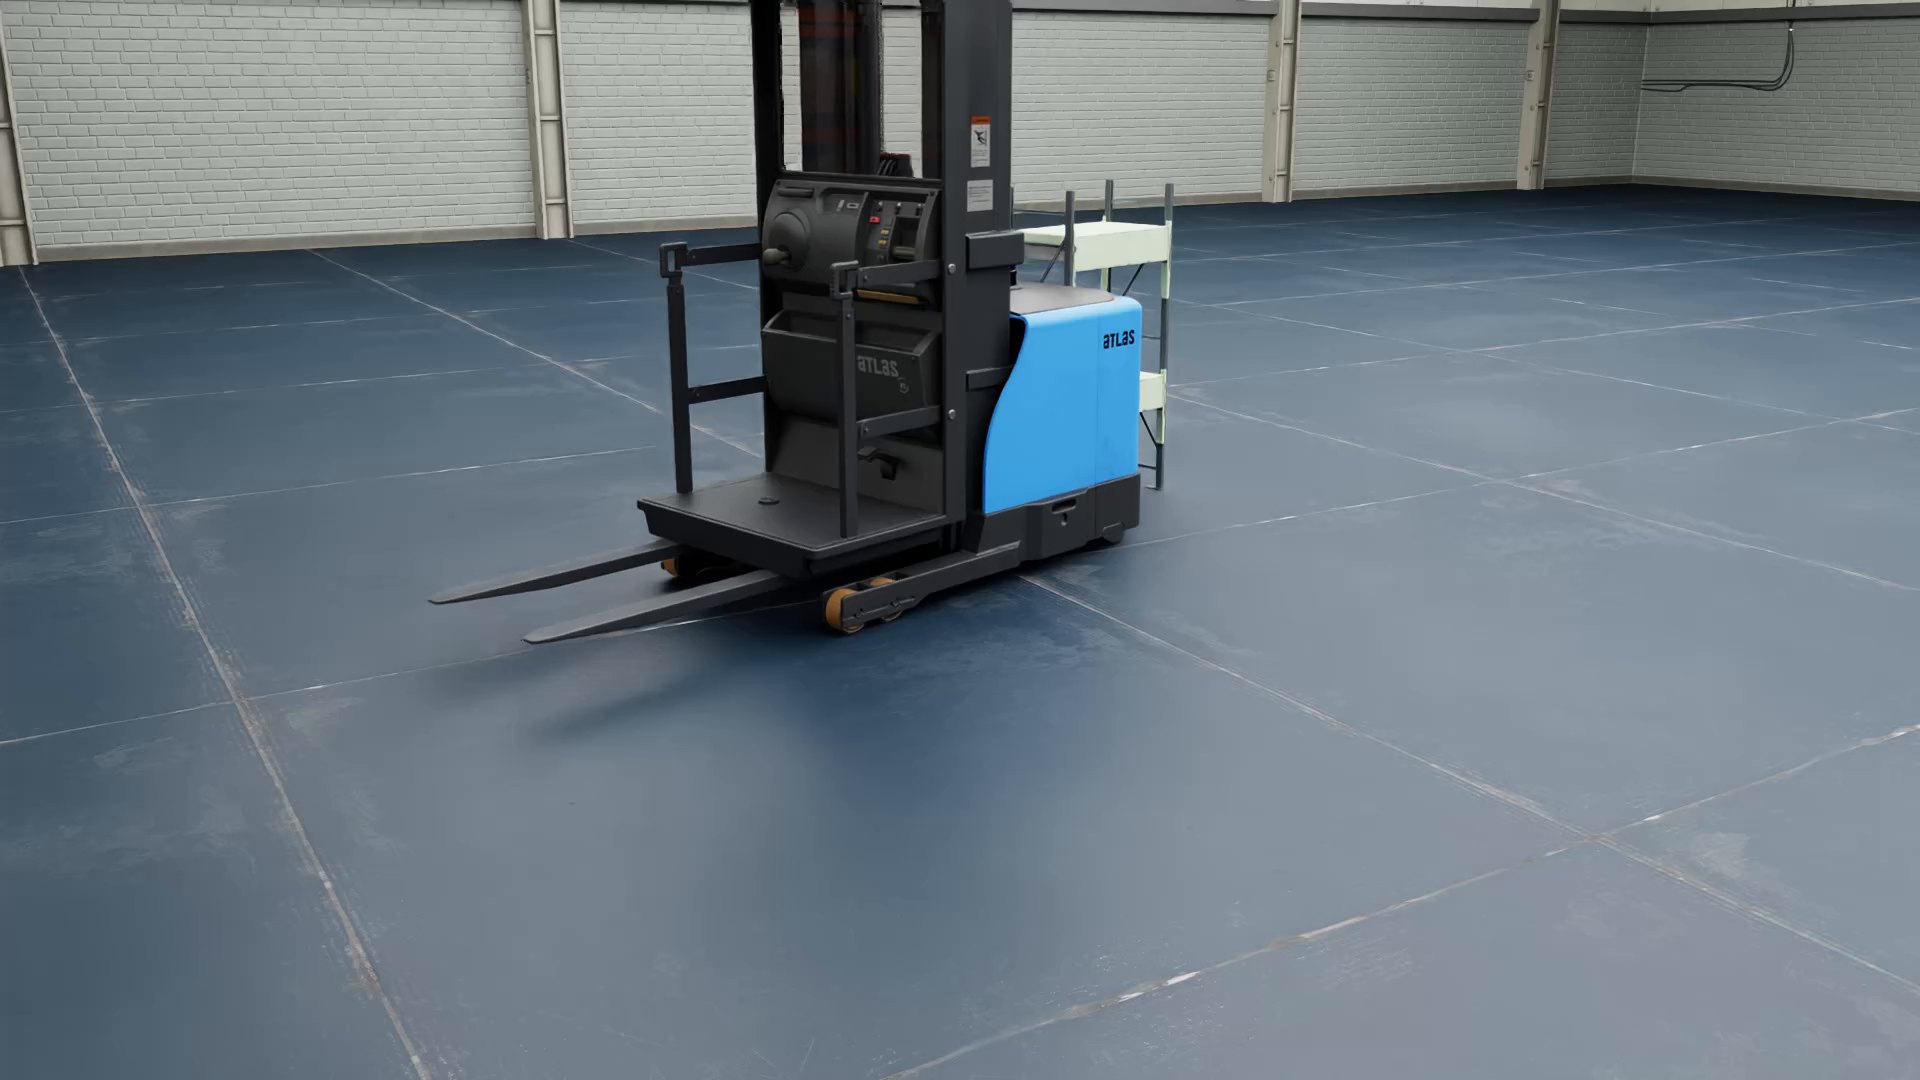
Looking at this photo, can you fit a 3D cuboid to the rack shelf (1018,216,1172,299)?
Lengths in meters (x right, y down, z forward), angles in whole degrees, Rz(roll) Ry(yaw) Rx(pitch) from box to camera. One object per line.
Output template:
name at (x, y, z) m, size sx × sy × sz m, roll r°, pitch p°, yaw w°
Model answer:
rack shelf at (0.612, -1.313, 7.870) m, size 0.431 × 0.370 × 0.720 m, roll 14°, pitch 21°, yaw 42°

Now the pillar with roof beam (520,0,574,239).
pillar with roof beam at (-2.924, -7.181, 16.354) m, size 0.400 × 9.000 × 9.100 m, roll -9°, pitch 18°, yaw -30°

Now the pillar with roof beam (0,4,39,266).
pillar with roof beam at (-8.067, -6.347, 13.379) m, size 0.400 × 9.000 × 9.100 m, roll -9°, pitch 18°, yaw -30°

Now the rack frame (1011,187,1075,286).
rack frame at (0.359, -0.866, 7.720) m, size 0.400 × 1.500 × 0.023 m, roll 14°, pitch 21°, yaw 42°

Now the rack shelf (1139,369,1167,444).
rack shelf at (0.612, -0.623, 8.063) m, size 0.431 × 0.370 × 0.720 m, roll 14°, pitch 21°, yaw 42°

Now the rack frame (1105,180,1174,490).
rack frame at (0.865, -1.009, 8.230) m, size 0.400 × 1.500 × 0.023 m, roll 14°, pitch 21°, yaw 42°

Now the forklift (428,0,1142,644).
forklift at (-0.583, -1.221, 6.334) m, size 1.130 × 2.935 × 3.031 m, roll 14°, pitch 21°, yaw 42°

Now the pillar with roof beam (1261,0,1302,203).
pillar with roof beam at (7.362, -8.849, 22.305) m, size 0.400 × 9.000 × 9.100 m, roll -9°, pitch 18°, yaw -30°

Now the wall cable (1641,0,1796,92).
wall cable at (13.494, -9.287, 29.622) m, size 0.112 × 2.526 × 3.097 m, roll -9°, pitch 18°, yaw -30°

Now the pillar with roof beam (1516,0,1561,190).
pillar with roof beam at (12.505, -9.683, 25.280) m, size 0.400 × 9.000 × 9.100 m, roll -9°, pitch 18°, yaw -30°

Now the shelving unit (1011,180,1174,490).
shelving unit at (0.612, -0.937, 7.975) m, size 0.431 × 1.500 × 0.755 m, roll 14°, pitch 21°, yaw 42°
